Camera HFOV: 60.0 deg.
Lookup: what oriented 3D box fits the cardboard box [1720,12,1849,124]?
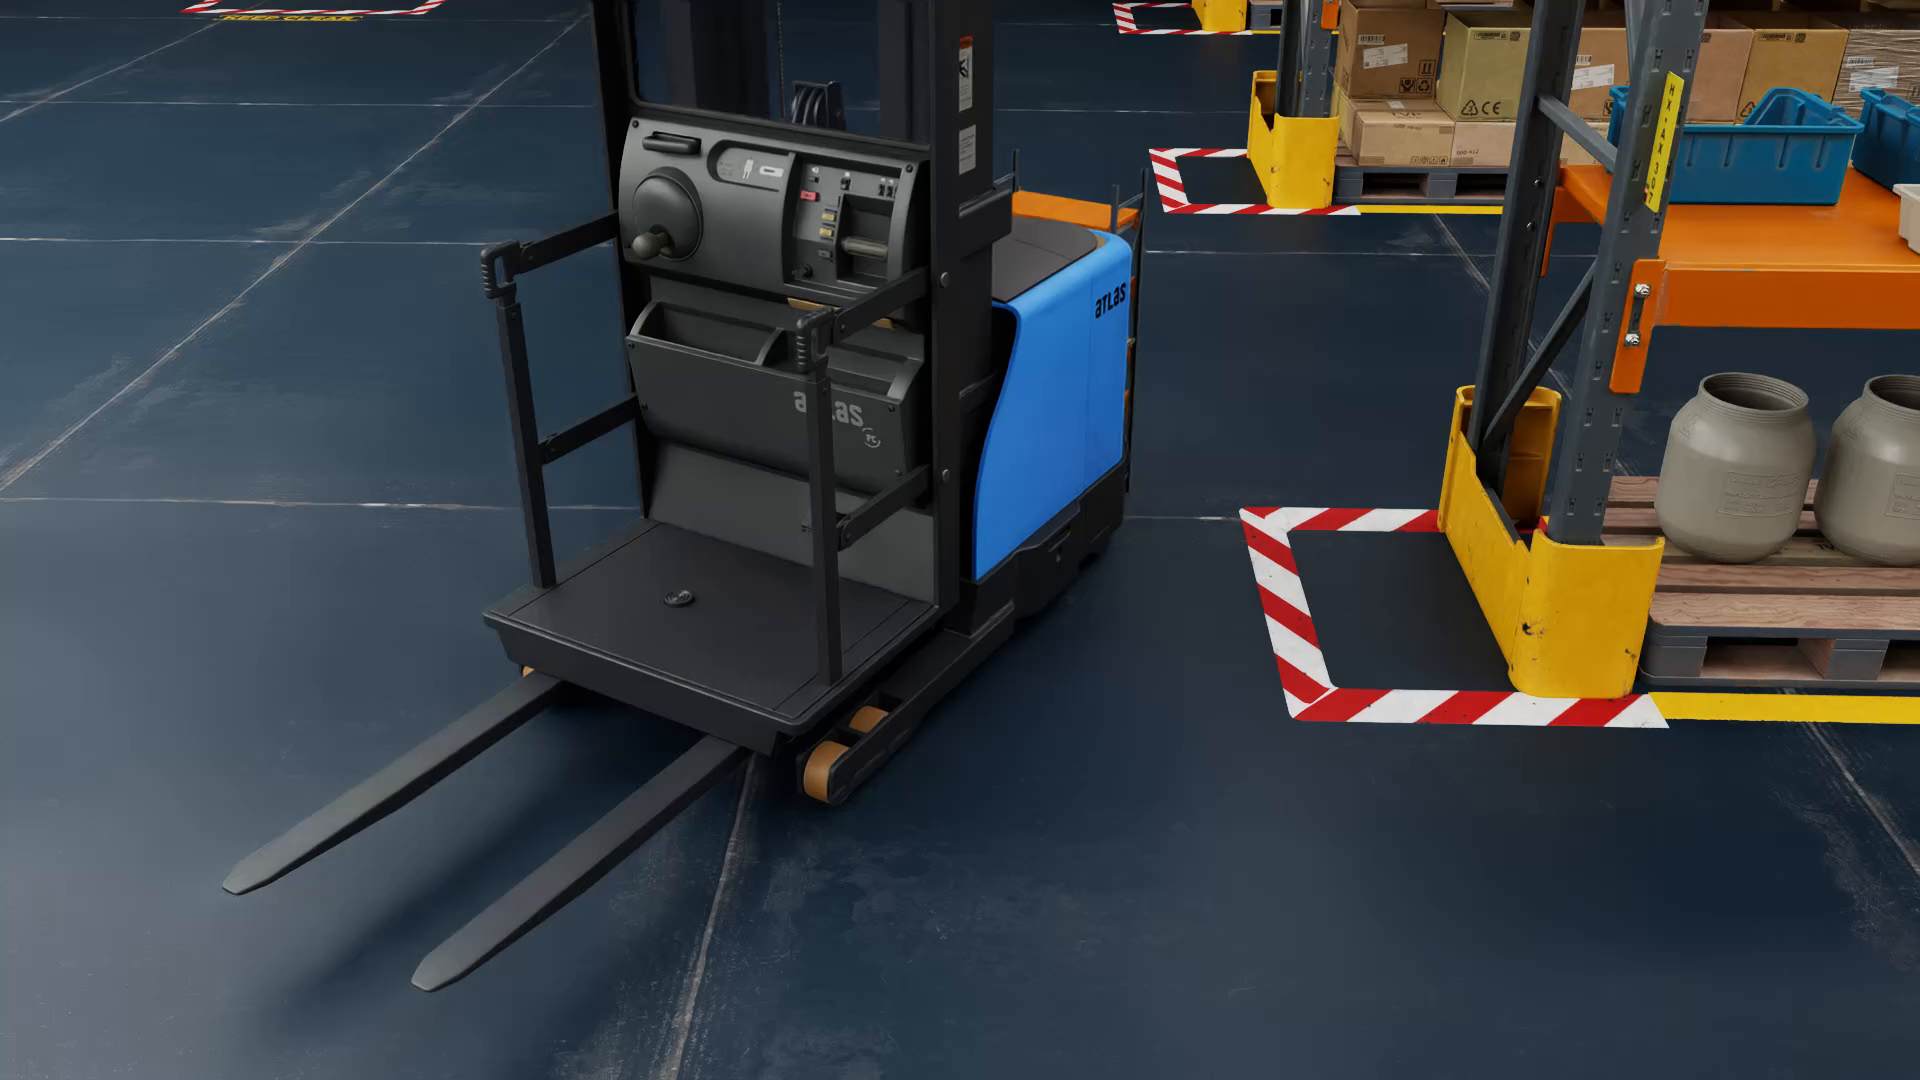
[{"bbox_3d":[4.462,-2.594,9.128,0.500,0.500,0.500,1,28,2],"label":"cardboard box"}]

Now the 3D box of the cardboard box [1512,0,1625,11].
[{"bbox_3d":[3.481,-2.856,9.621,0.500,0.500,0.500,1,28,2],"label":"cardboard box"}]

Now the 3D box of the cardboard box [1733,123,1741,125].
[{"bbox_3d":[4.462,-2.257,9.292,0.500,0.250,0.500,1,28,2],"label":"cardboard box"}]

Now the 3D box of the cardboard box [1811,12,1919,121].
[{"bbox_3d":[4.962,-2.588,9.116,0.500,0.500,0.500,1,28,2],"label":"cardboard box"}]

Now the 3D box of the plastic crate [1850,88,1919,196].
[{"bbox_3d":[2.916,-1.167,4.908,0.408,0.251,0.499,1,28,2],"label":"plastic crate"}]

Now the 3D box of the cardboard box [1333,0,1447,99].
[{"bbox_3d":[2.481,-2.865,9.639,0.500,0.500,0.500,1,28,2],"label":"cardboard box"}]

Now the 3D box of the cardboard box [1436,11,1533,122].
[{"bbox_3d":[2.963,-2.614,9.166,0.500,0.500,0.500,1,28,2],"label":"cardboard box"}]

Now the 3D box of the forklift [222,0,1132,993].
[{"bbox_3d":[-0.624,-0.839,4.204,1.130,2.935,3.031,16,32,27],"label":"forklift"}]

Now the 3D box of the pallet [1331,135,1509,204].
[{"bbox_3d":[2.701,-2.208,9.689,1.213,0.211,1.003,1,28,2],"label":"pallet"}]

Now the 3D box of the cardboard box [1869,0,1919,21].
[{"bbox_3d":[5.480,-2.823,9.559,0.500,0.500,0.500,1,28,2],"label":"cardboard box"}]

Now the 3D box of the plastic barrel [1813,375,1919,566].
[{"bbox_3d":[2.918,-0.217,5.165,0.421,0.512,0.421,0,28,0],"label":"plastic barrel"}]

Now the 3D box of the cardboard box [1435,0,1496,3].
[{"bbox_3d":[4.095,-4.743,13.694,0.500,0.500,0.700,-1,28,-1],"label":"cardboard box"}]

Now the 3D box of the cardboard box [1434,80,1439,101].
[{"bbox_3d":[2.981,-2.530,9.808,0.500,0.250,0.500,1,28,2],"label":"cardboard box"}]

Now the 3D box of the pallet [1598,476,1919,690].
[{"bbox_3d":[2.646,0.113,5.312,1.213,0.211,1.003,1,28,2],"label":"pallet"}]

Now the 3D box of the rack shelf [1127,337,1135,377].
[{"bbox_3d":[0.346,-0.651,5.841,0.480,0.148,0.258,16,32,27],"label":"rack shelf"}]

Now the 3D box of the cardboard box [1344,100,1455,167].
[{"bbox_3d":[2.463,-2.290,9.356,0.500,0.250,0.500,1,28,2],"label":"cardboard box"}]

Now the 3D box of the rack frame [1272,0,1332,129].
[{"bbox_3d":[1.935,-3.433,9.023,0.127,3.000,1.000,1,28,2],"label":"rack frame"}]

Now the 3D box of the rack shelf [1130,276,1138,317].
[{"bbox_3d":[0.346,-0.849,5.736,0.480,0.148,0.258,16,32,27],"label":"rack shelf"}]

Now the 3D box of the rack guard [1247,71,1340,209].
[{"bbox_3d":[1.911,-2.329,9.609,0.348,0.500,1.175,1,28,2],"label":"rack guard"}]

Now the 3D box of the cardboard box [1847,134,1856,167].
[{"bbox_3d":[4.962,-2.256,9.290,0.500,0.250,0.500,1,28,2],"label":"cardboard box"}]

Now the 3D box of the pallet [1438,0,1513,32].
[{"bbox_3d":[4.209,-4.467,13.951,1.213,0.211,1.003,1,28,2],"label":"pallet"}]

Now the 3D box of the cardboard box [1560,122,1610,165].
[{"bbox_3d":[3.463,-2.275,9.327,0.500,0.250,0.500,1,28,2],"label":"cardboard box"}]

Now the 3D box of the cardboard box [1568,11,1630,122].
[{"bbox_3d":[3.463,-2.612,9.162,0.500,0.500,0.500,1,28,2],"label":"cardboard box"}]

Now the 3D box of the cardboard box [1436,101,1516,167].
[{"bbox_3d":[2.963,-2.284,9.343,0.500,0.250,0.500,1,28,2],"label":"cardboard box"}]

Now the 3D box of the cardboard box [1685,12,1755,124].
[{"bbox_3d":[3.962,-2.596,9.131,0.500,0.500,0.500,1,28,2],"label":"cardboard box"}]

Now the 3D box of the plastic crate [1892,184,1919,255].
[{"bbox_3d":[2.639,-0.832,4.399,0.250,0.136,0.298,1,28,2],"label":"plastic crate"}]

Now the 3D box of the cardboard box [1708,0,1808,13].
[{"bbox_3d":[4.481,-2.839,9.590,0.500,0.500,0.500,1,28,2],"label":"cardboard box"}]

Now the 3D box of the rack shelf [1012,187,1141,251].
[{"bbox_3d":[0.346,-1.058,5.626,0.480,0.148,0.258,16,32,27],"label":"rack shelf"}]

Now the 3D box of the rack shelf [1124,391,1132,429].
[{"bbox_3d":[0.345,-0.476,5.934,0.480,0.148,0.258,16,32,27],"label":"rack shelf"}]

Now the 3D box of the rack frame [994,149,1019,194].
[{"bbox_3d":[0.136,-0.769,5.920,0.015,1.200,0.240,16,32,27],"label":"rack frame"}]

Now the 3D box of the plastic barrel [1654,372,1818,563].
[{"bbox_3d":[2.417,-0.226,5.181,0.421,0.512,0.421,0,28,0],"label":"plastic barrel"}]

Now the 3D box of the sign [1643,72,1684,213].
[{"bbox_3d":[1.733,-0.979,4.099,0.005,0.325,0.100,1,28,2],"label":"sign"}]

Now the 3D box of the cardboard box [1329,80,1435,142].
[{"bbox_3d":[2.481,-2.533,9.813,0.500,0.250,0.500,1,28,2],"label":"cardboard box"}]

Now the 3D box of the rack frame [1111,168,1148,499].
[{"bbox_3d":[0.555,-0.652,5.699,0.015,1.200,0.240,16,32,27],"label":"rack frame"}]

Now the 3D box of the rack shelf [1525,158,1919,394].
[{"bbox_3d":[3.755,-0.763,4.756,4.000,0.370,1.077,1,28,2],"label":"rack shelf"}]

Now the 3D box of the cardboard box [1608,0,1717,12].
[{"bbox_3d":[3.981,-2.847,9.604,0.500,0.500,0.500,1,28,2],"label":"cardboard box"}]

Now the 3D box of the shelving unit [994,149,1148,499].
[{"bbox_3d":[0.346,-0.711,5.809,0.503,1.200,0.258,16,32,27],"label":"shelving unit"}]

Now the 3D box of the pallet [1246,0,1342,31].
[{"bbox_3d":[2.993,-4.488,13.991,1.213,0.211,1.003,1,28,2],"label":"pallet"}]

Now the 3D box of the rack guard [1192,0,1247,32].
[{"bbox_3d":[2.182,-4.646,13.980,0.348,0.500,1.175,1,28,2],"label":"rack guard"}]

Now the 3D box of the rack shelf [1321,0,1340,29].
[{"bbox_3d":[3.934,-3.082,9.129,4.000,0.370,1.077,1,28,2],"label":"rack shelf"}]

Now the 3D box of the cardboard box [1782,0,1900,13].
[{"bbox_3d":[4.980,-2.827,9.568,0.500,0.500,0.500,1,28,2],"label":"cardboard box"}]

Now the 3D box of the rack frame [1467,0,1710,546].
[{"bbox_3d":[1.756,-1.114,4.649,0.127,3.000,1.000,1,28,2],"label":"rack frame"}]

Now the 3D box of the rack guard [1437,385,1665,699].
[{"bbox_3d":[1.834,-0.031,5.274,0.348,0.500,1.175,1,28,2],"label":"rack guard"}]

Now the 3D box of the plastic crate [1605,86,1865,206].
[{"bbox_3d":[2.267,-1.180,4.933,0.616,0.251,0.499,1,28,2],"label":"plastic crate"}]
